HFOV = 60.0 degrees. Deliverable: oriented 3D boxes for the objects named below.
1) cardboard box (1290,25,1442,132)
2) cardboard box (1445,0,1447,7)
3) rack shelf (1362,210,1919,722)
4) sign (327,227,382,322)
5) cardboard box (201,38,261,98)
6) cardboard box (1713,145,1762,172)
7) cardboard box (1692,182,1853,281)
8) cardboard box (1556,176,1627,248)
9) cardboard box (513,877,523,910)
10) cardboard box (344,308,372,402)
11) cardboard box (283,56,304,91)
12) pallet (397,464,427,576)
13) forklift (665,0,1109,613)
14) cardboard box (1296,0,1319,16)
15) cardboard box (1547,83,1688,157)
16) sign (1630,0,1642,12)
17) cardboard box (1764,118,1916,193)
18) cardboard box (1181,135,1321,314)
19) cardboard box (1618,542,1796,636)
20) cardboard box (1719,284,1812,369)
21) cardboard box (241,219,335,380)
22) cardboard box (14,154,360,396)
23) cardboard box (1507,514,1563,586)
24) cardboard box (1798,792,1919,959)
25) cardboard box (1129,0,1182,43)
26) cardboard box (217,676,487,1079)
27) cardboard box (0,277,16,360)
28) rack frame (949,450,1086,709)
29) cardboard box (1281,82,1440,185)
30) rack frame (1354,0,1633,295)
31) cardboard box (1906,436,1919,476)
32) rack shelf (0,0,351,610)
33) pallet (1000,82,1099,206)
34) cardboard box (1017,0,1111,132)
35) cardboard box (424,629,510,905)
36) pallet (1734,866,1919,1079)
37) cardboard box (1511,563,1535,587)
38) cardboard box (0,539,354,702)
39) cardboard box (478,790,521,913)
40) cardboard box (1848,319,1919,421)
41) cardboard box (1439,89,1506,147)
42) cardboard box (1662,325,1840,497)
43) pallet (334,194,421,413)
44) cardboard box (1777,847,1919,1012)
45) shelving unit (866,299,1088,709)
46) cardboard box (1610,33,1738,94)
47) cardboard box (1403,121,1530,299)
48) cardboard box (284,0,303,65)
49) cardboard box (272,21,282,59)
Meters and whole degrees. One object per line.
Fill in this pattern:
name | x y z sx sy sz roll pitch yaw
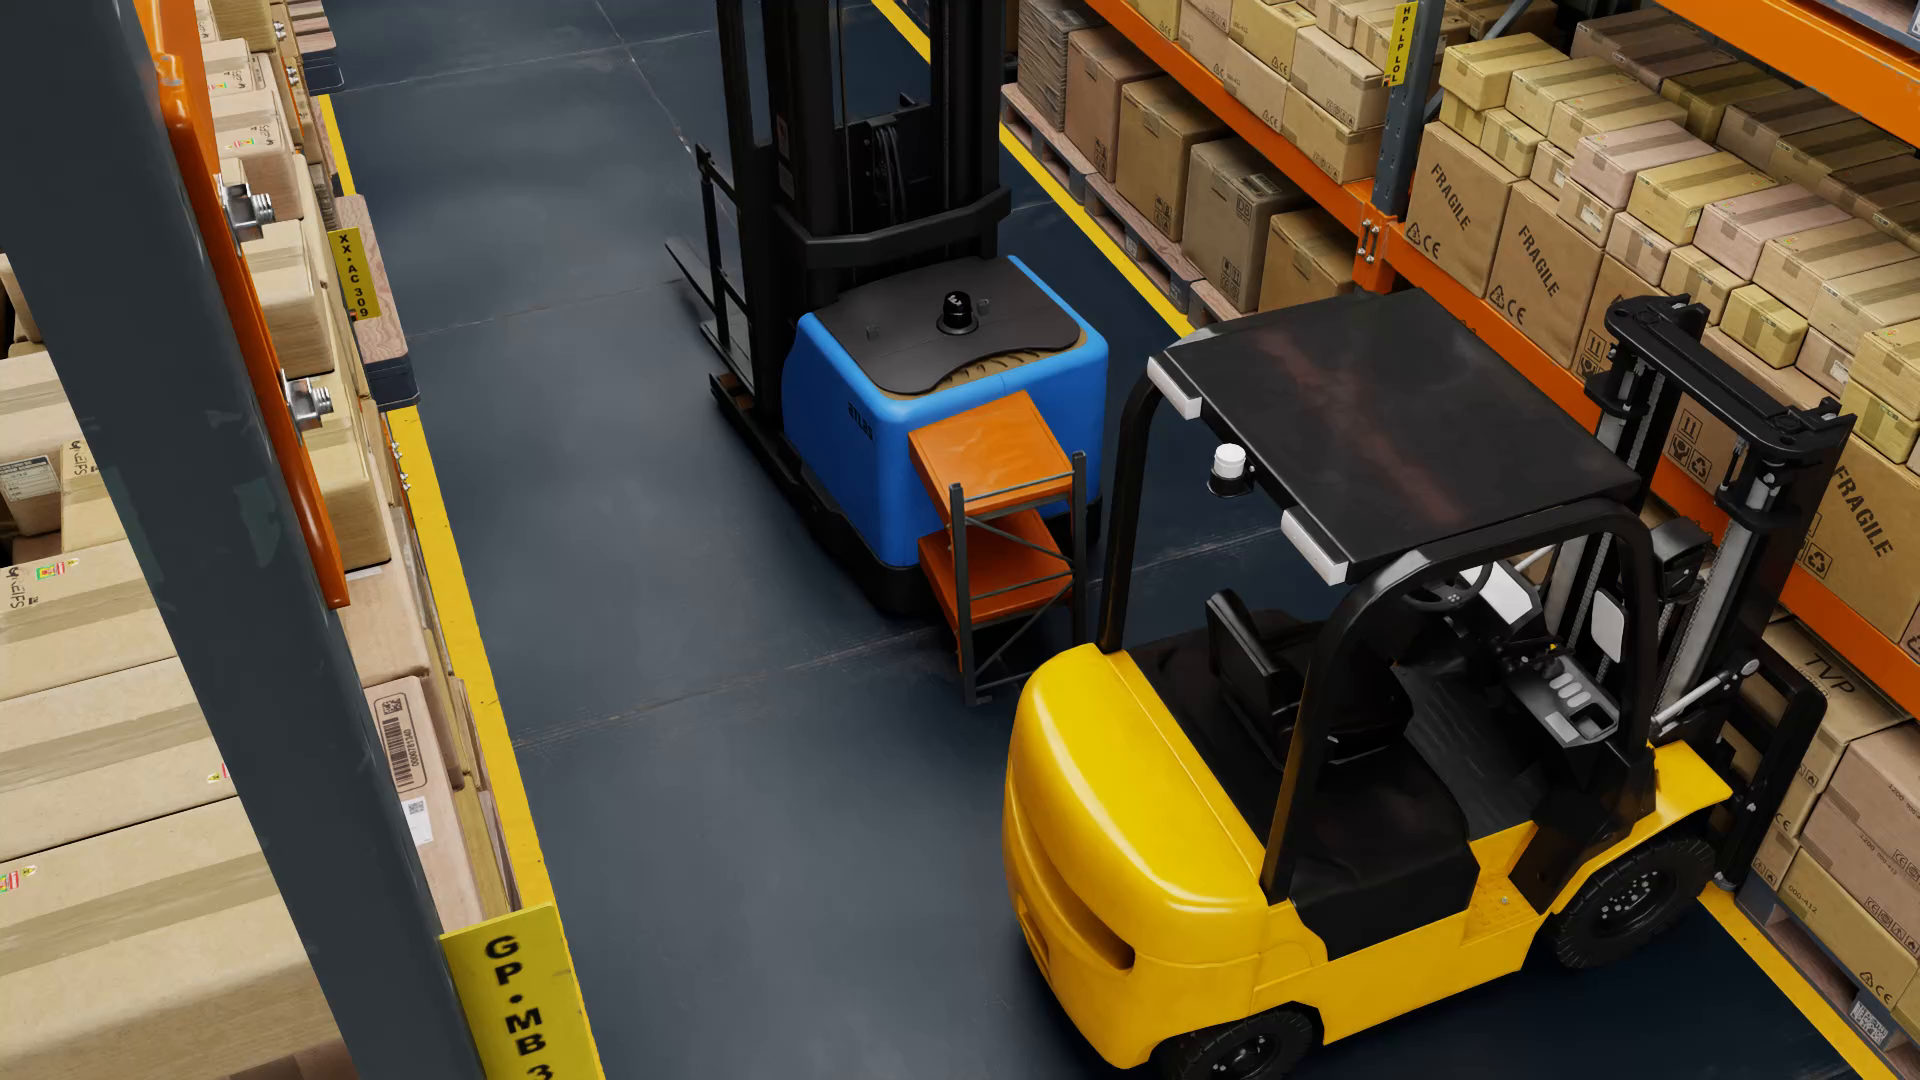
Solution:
cardboard box | 1.745 -1.974 6.977 0.500 0.250 0.500 -16 43 -18
cardboard box | 2.179 -2.334 7.089 0.380 0.149 0.250 -16 43 -18
rack shelf | 2.934 -0.132 5.655 1.077 0.370 4.000 -15 43 -17
sign | -1.917 -0.837 5.259 0.100 0.325 0.005 -15 43 -17
cardboard box | -1.534 -0.812 3.175 0.380 0.149 0.250 -15 43 -16
cardboard box | 2.886 -1.314 5.903 0.380 0.149 0.250 -15 43 -17
cardboard box | 2.583 -0.984 5.292 0.380 0.149 0.250 -15 43 -17
cardboard box | 2.300 -1.163 5.728 0.380 0.149 0.250 -14 43 -16
cardboard box | -1.728 1.121 5.432 0.500 0.250 0.500 -16 43 -18
cardboard box | -2.016 -0.314 5.010 0.500 0.500 0.500 -16 43 -18
cardboard box | -2.522 -1.335 5.875 0.500 0.500 0.500 -15 43 -17
pallet | -2.715 0.219 6.833 1.003 0.211 1.213 -15 43 -17
forklift | -0.540 -1.763 7.053 1.130 2.935 3.031 -19 44 -21
cardboard box | 1.673 -2.355 7.114 0.380 0.149 0.250 -15 43 -17
cardboard box | 2.306 -1.454 5.838 0.380 0.149 0.250 -16 43 -18
sign | 2.681 -2.107 6.675 0.100 0.325 0.005 -15 43 -17
cardboard box | 2.976 -1.275 5.630 0.380 0.149 0.250 -16 43 -18
cardboard box | 1.669 -1.650 8.367 0.875 0.625 0.625 -16 43 -17
cardboard box | 2.645 0.190 5.749 0.500 0.250 0.500 -16 43 -18
cardboard box | 2.621 -0.700 5.189 0.380 0.149 0.250 -16 43 -18
cardboard box | -1.217 -0.356 2.644 0.380 0.149 0.250 -14 43 -16
cardboard box | -1.413 -0.447 3.055 0.500 0.250 0.500 -14 43 -16
cardboard box | 2.445 0.061 6.282 0.500 0.250 0.500 -15 43 -17
cardboard box | 3.043 0.974 5.221 0.500 0.250 0.500 -16 43 -17
cardboard box | 1.171 -2.709 8.214 0.500 0.250 0.500 -14 43 -15
cardboard box | -0.831 0.478 1.980 0.500 0.250 0.500 -16 43 -18
cardboard box | -1.919 -0.312 2.899 0.500 0.250 0.500 -15 43 -16
rack frame | 0.229 0.171 6.171 0.500 1.125 0.032 -15 43 -12
cardboard box | 1.735 -1.791 7.147 0.500 0.250 0.500 -14 43 -16
rack frame | 2.169 -1.610 6.821 1.000 3.000 0.127 -15 43 -17
cardboard box | 2.910 -0.242 4.657 0.380 0.149 0.250 -16 43 -18
rack shelf | -1.650 -1.165 2.257 1.077 0.370 4.000 -15 43 -17
pallet | 0.918 -2.456 9.945 1.003 0.211 1.213 -15 43 -17
cardboard box | 0.865 -2.899 9.820 0.875 0.625 0.625 -14 43 -16
cardboard box | -1.409 0.613 3.932 0.500 0.500 0.500 -16 43 -18
pallet | 3.368 1.407 5.452 1.003 0.211 1.213 -15 43 -17
cardboard box | 2.468 0.255 6.439 0.500 0.250 0.500 -14 43 -16
cardboard box | -0.982 0.117 2.094 0.380 0.149 0.250 -15 43 -17
cardboard box | -1.549 1.132 4.844 0.500 0.500 0.500 -13 42 -15
cardboard box | 2.787 -0.504 4.733 0.380 0.149 0.250 -14 43 -16
cardboard box | 2.048 -1.636 6.278 0.380 0.149 0.250 -16 43 -18
cardboard box | 2.680 -0.393 5.329 0.500 0.500 0.500 -15 43 -17
pallet | -2.574 -0.793 6.019 1.003 0.211 1.213 -15 43 -17
cardboard box | 3.046 1.177 5.368 0.500 0.250 0.500 -15 43 -17
shelving unit | 0.066 -0.147 6.532 0.538 1.125 1.048 -15 43 -12
cardboard box | 2.628 -1.728 6.157 0.380 0.149 0.250 -16 43 -18
cardboard box | 2.098 -1.315 6.402 0.500 0.500 0.500 -16 43 -18
cardboard box | -3.113 -2.272 6.964 0.500 0.500 0.500 -18 44 -20
cardboard box | -1.997 -1.363 4.120 0.500 0.250 0.500 -15 43 -17
